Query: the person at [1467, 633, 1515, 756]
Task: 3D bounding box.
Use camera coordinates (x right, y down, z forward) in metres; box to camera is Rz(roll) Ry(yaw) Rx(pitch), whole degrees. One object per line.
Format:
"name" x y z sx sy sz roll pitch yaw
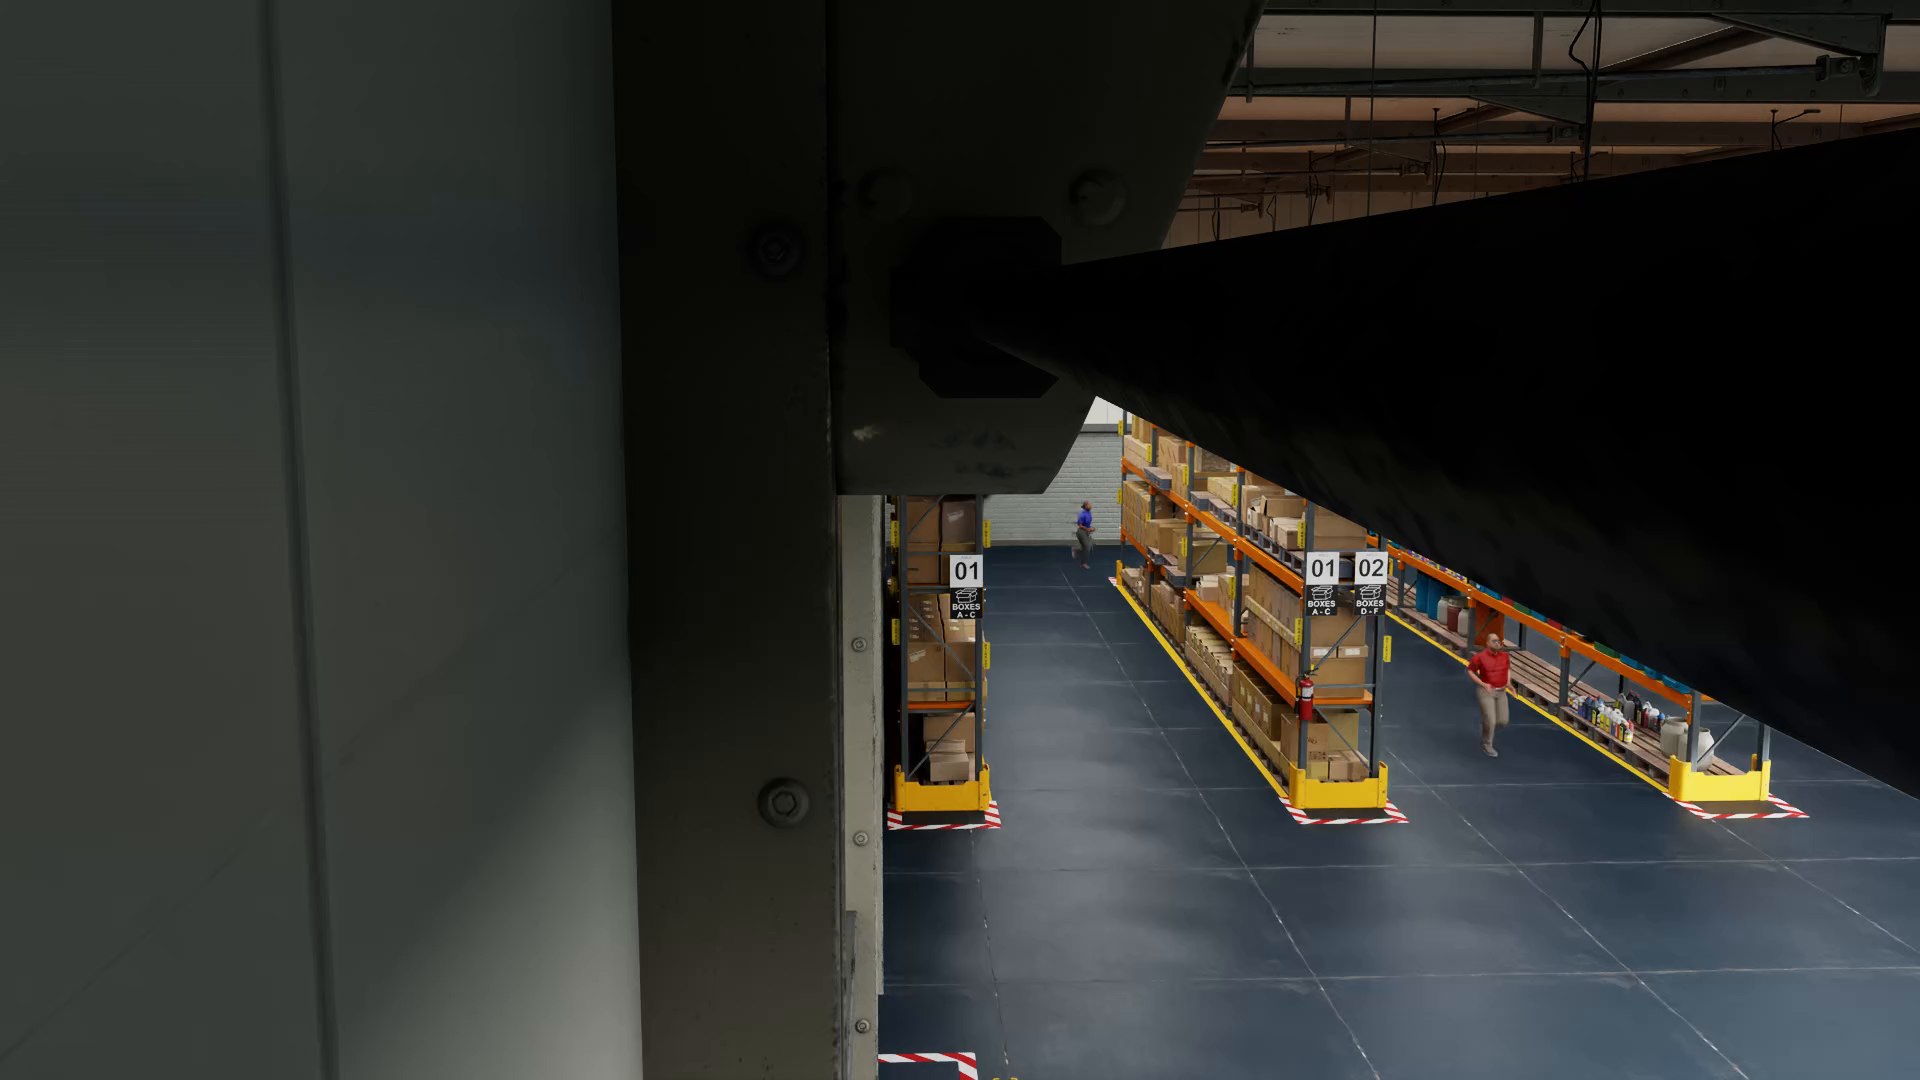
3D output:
"person" 7.352 2.125 23.054 0.665 1.688 0.603 -2 9 -12

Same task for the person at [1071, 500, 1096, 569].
"person" 2.892 -0.128 38.606 0.637 1.610 0.613 4 10 28
